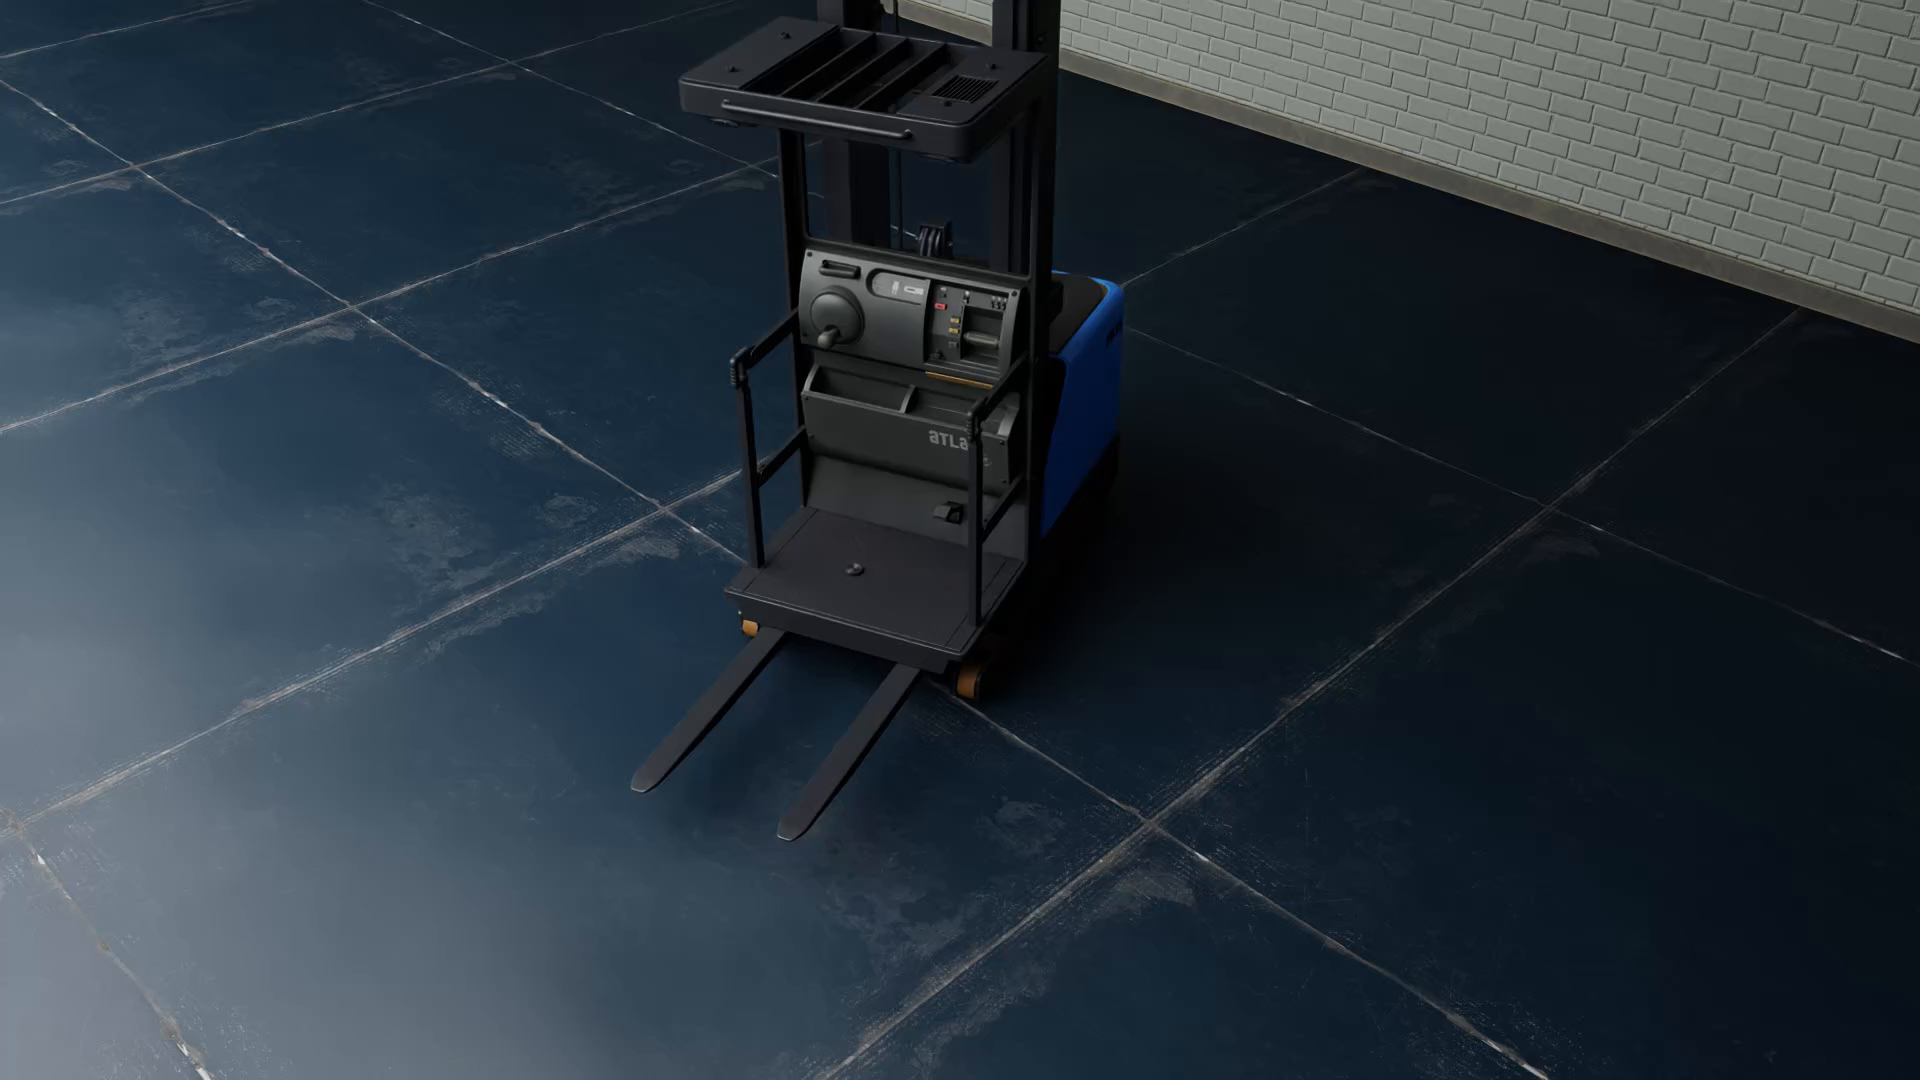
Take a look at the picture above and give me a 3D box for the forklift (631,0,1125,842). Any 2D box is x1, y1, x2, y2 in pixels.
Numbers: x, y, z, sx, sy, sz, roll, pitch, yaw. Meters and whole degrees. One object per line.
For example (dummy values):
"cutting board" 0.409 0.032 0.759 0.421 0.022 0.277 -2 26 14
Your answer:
"forklift" -0.289 -0.829 6.377 1.130 2.935 3.031 14 37 19
